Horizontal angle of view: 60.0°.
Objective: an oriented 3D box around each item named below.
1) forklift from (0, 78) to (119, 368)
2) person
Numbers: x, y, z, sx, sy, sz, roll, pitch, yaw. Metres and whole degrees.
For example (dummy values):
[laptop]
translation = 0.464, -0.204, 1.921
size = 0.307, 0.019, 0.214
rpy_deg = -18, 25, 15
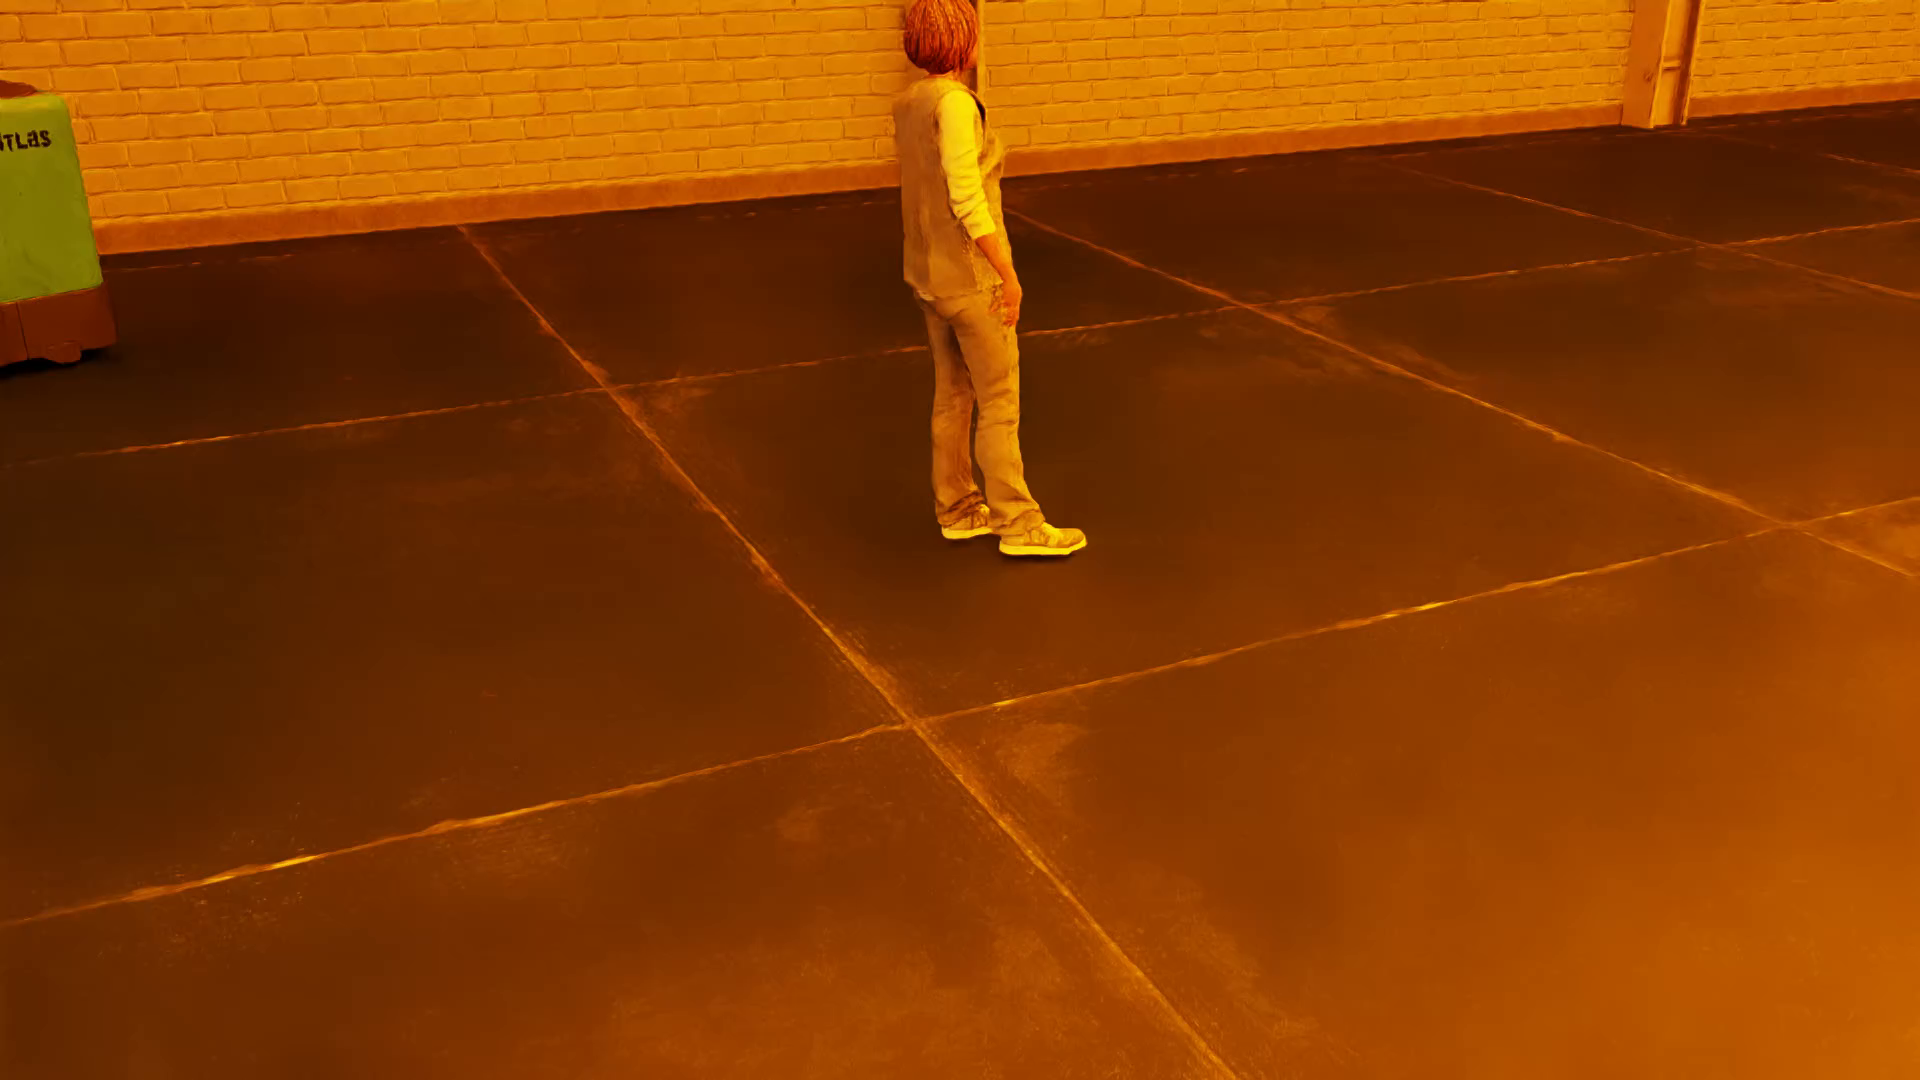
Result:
[forklift]
translation = -4.899, -1.841, 5.718
size = 1.130, 2.935, 3.031
rpy_deg = 21, 30, 41
[person]
translation = 0.073, -0.751, 4.815
size = 0.474, 1.597, 0.521
rpy_deg = -10, 25, -23
